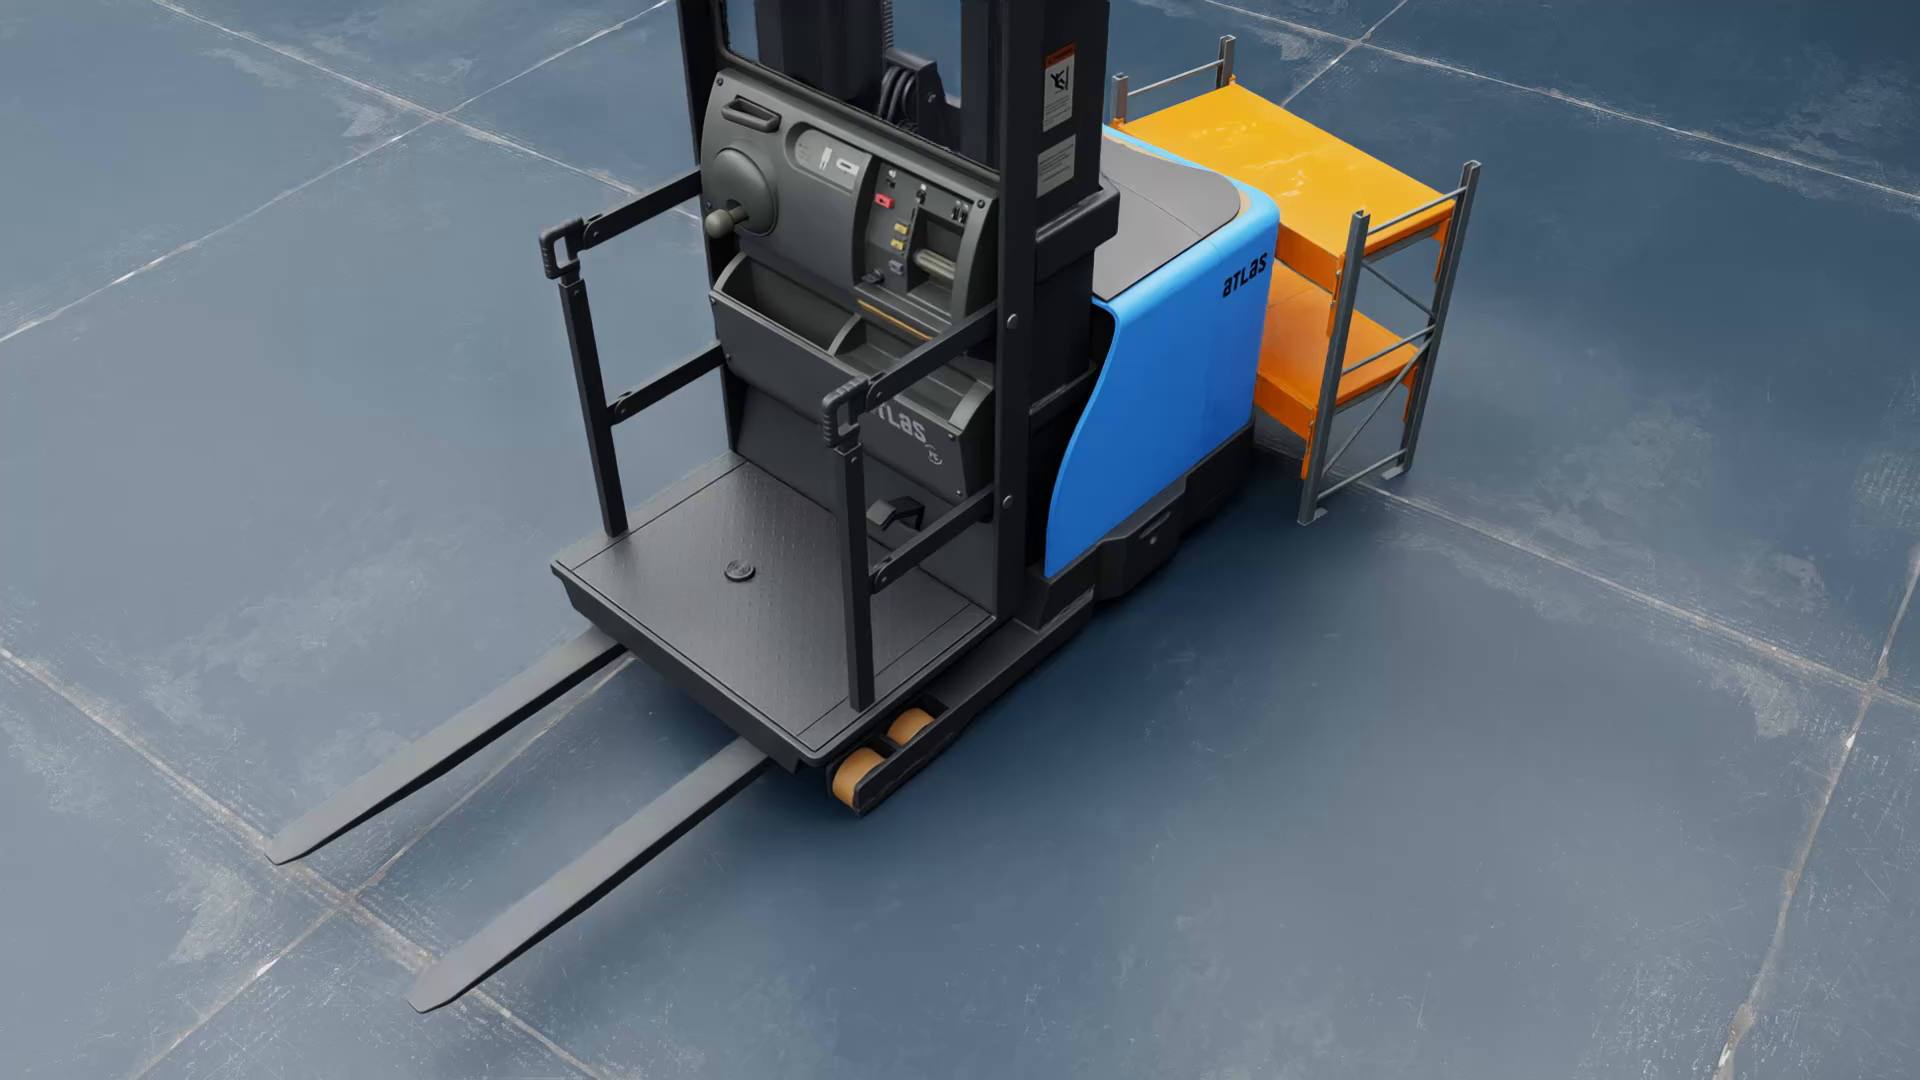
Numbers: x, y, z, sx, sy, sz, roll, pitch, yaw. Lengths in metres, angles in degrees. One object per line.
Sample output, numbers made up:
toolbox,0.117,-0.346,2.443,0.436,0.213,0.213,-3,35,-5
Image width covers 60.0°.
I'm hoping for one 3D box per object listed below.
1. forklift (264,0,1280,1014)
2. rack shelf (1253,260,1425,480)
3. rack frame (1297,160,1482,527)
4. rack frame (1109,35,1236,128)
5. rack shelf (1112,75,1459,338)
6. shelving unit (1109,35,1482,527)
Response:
forklift,-0.435,-0.758,3.899,1.130,2.935,3.031,31,50,30
rack shelf,0.985,-0.659,5.510,0.538,0.278,1.000,-26,48,-26
rack frame,1.287,-0.568,5.042,0.500,1.125,0.032,-26,48,-26
rack frame,0.683,-1.114,5.651,0.500,1.125,0.032,-26,48,-26
rack shelf,0.985,-1.059,5.151,0.538,0.278,1.000,-26,48,-26
shelving unit,0.985,-0.841,5.346,0.538,1.125,1.048,-26,48,-26
